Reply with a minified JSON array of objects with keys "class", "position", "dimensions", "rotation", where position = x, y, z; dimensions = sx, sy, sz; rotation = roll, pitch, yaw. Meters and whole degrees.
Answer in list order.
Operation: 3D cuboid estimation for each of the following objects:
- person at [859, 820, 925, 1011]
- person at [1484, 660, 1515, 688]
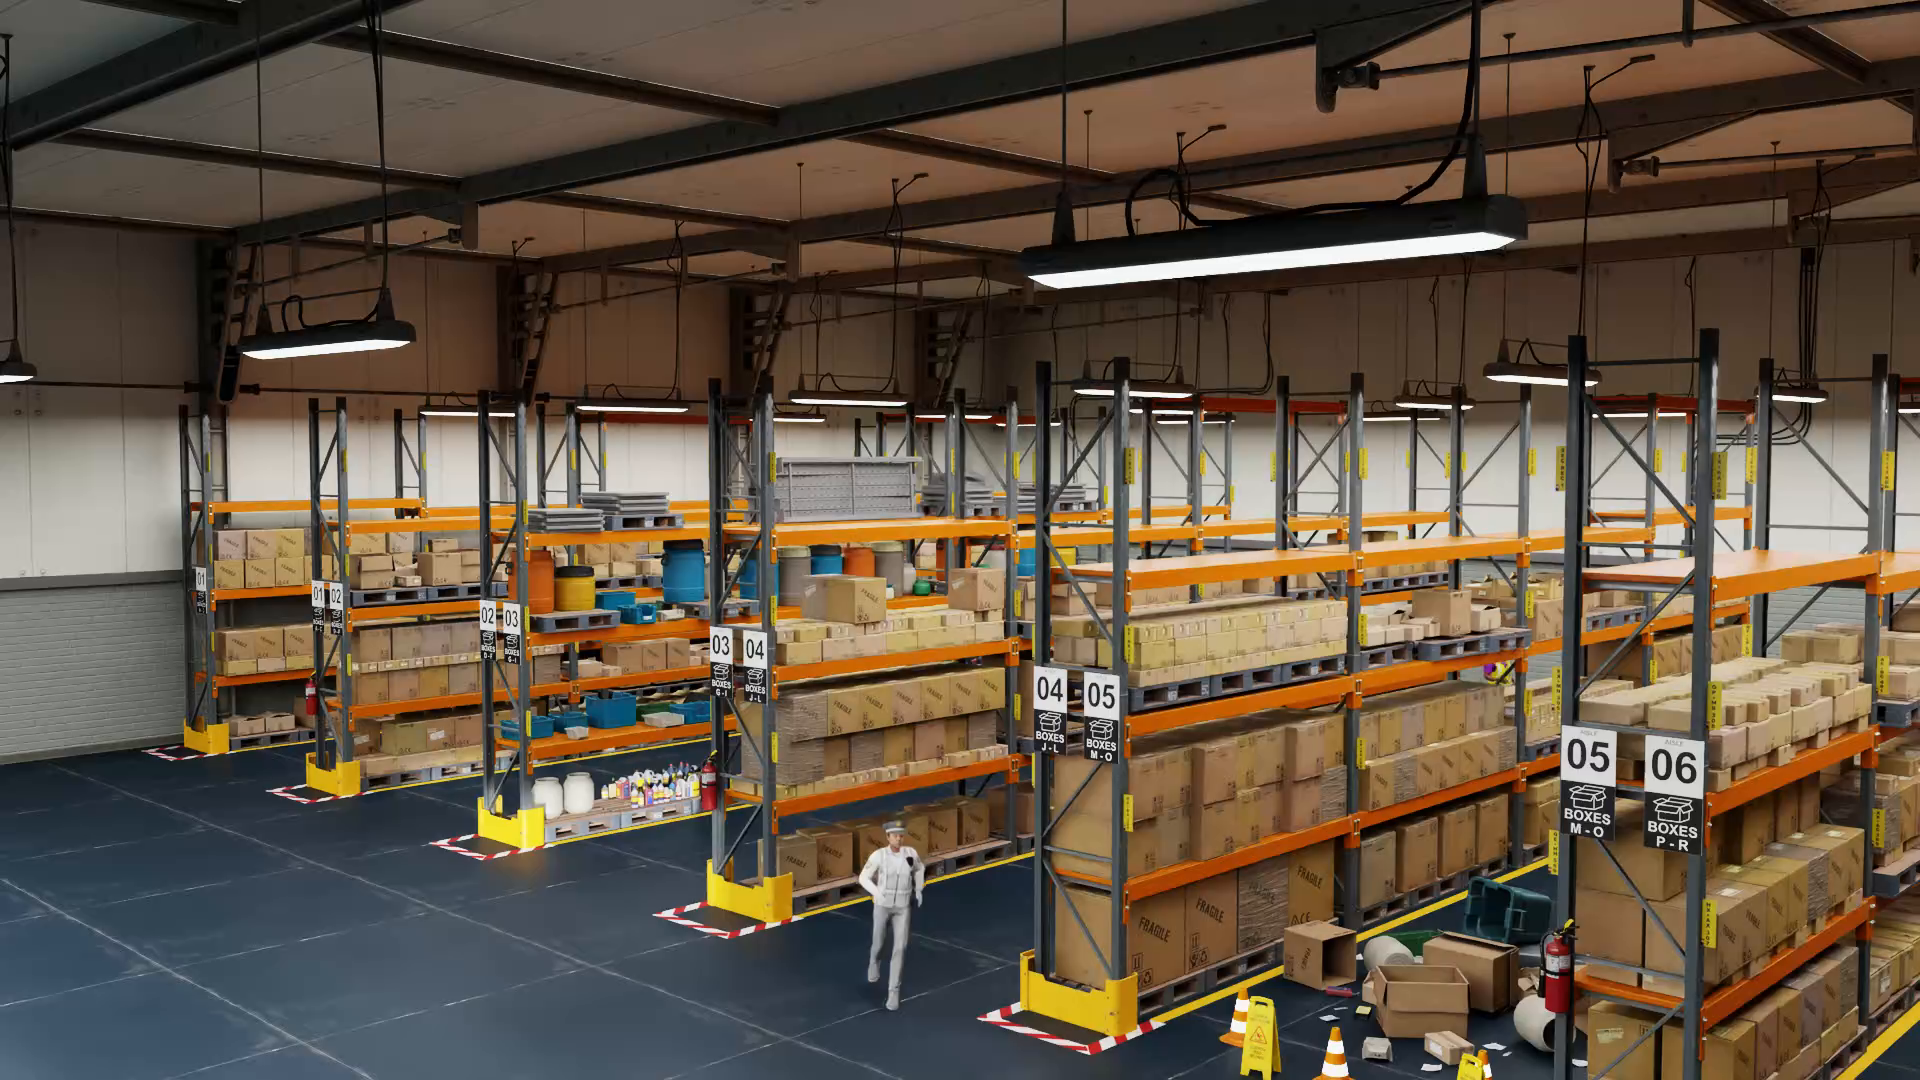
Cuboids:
[{"class":"person","position":[-0.628,3.480,15.751],"dimensions":[0.657,1.692,0.947],"rotation":[-1,3,-10]},{"class":"person","position":[9.779,2.693,30.123],"dimensions":[0.740,1.762,0.871],"rotation":[-1,3,-19]}]
